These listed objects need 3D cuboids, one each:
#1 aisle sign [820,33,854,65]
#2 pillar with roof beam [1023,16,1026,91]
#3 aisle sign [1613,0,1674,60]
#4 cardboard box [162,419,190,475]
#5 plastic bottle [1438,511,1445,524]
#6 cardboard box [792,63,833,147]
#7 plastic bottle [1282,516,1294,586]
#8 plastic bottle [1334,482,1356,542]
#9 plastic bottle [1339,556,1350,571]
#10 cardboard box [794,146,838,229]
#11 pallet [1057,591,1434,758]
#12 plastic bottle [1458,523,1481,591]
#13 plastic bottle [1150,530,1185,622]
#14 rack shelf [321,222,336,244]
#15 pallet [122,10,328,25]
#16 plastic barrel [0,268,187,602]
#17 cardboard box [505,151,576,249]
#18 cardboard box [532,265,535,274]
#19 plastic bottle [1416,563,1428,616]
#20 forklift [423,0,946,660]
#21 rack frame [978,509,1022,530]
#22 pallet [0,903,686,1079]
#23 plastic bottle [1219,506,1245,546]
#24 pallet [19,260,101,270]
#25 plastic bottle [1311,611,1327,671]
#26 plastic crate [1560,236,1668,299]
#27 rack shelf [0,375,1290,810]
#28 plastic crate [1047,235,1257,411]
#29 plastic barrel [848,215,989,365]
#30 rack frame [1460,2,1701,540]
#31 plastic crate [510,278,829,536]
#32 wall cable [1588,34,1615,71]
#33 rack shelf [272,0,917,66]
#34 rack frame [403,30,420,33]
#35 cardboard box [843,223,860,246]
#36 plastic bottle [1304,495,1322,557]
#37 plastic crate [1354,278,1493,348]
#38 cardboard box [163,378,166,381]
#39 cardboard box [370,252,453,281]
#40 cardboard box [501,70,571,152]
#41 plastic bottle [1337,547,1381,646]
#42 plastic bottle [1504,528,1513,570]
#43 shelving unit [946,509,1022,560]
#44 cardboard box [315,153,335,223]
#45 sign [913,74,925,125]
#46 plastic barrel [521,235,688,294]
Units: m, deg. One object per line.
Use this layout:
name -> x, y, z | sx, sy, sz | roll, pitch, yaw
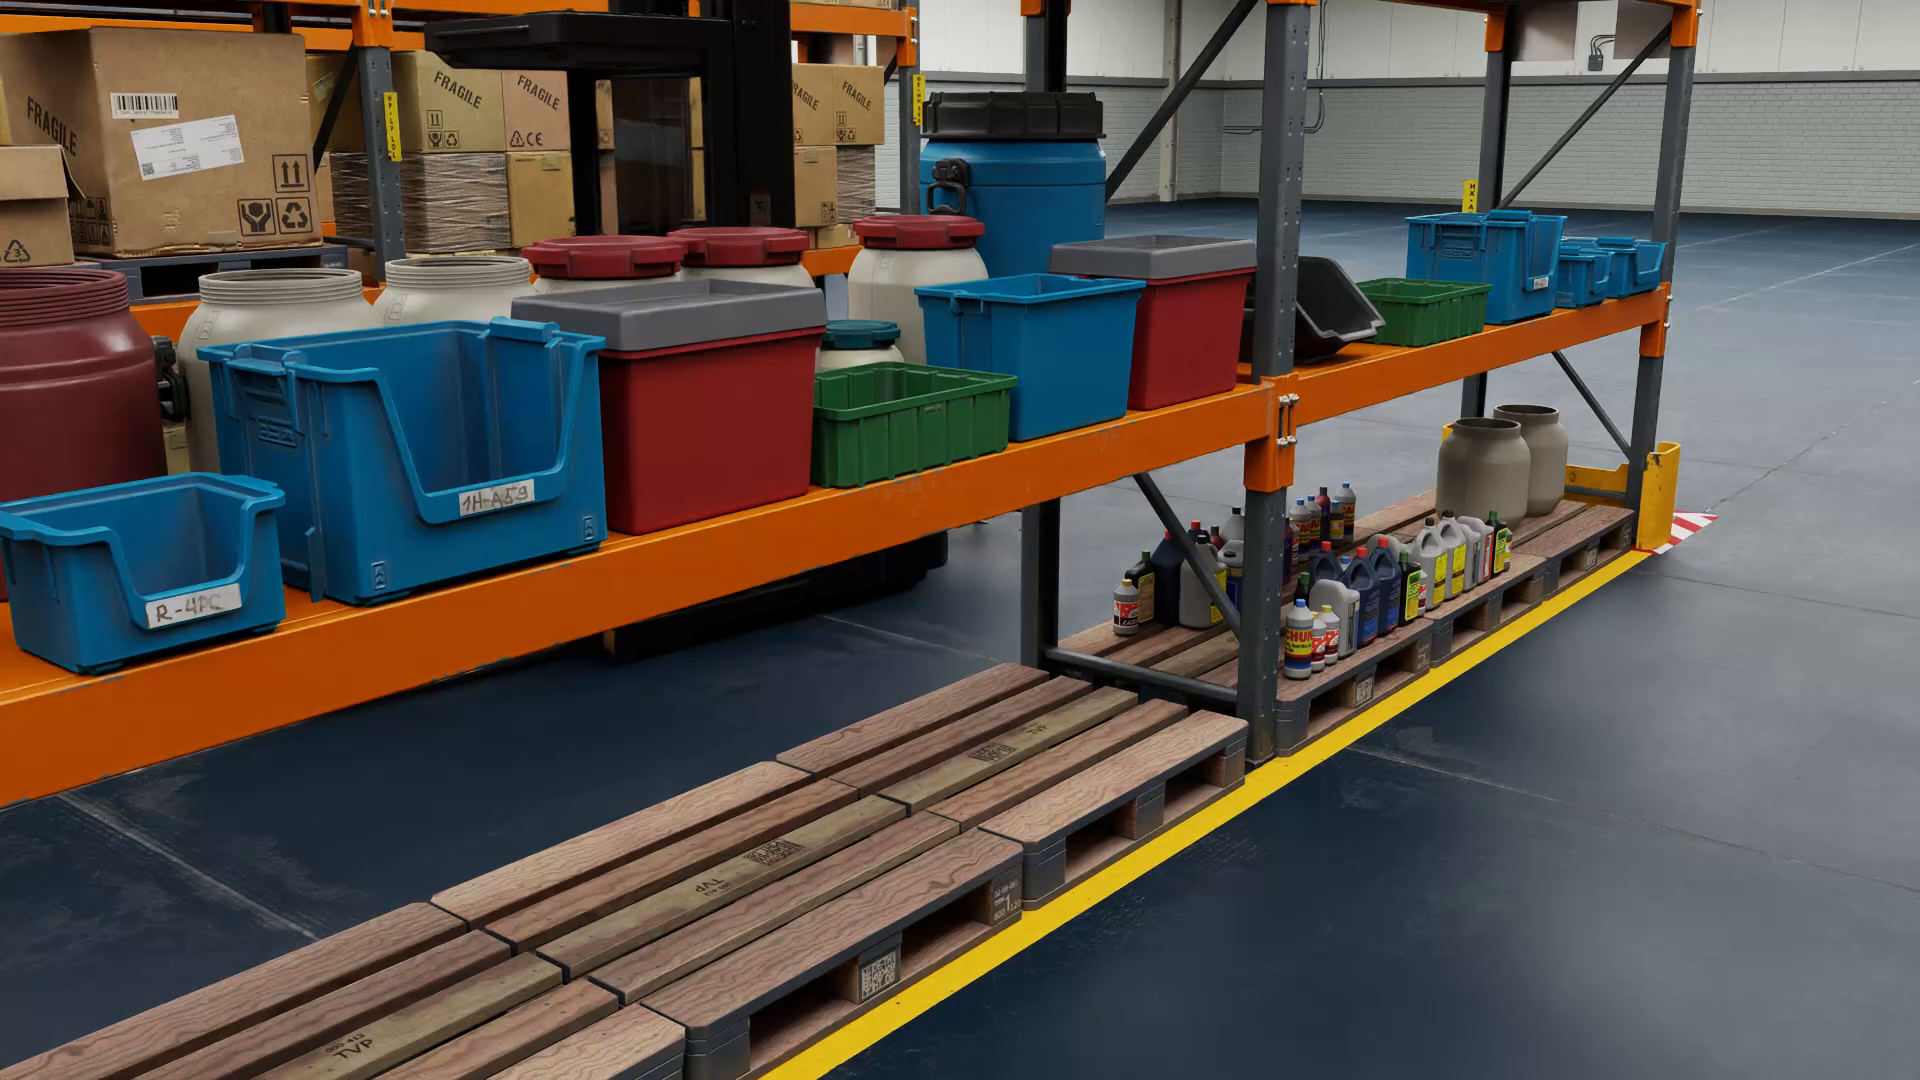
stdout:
aisle sign -> -0.885, -3.625, 11.522 | 0.394, 0.787, 0.004 | 11, 18, 38
pillar with roof beam -> 5.032, -11.452, 35.426 | 9.100, 9.000, 0.400 | 11, 18, 38
aisle sign -> 3.438, -2.768, 8.148 | 0.394, 0.787, 0.004 | 11, 18, 38
cardboard box -> -3.922, -0.340, 8.053 | 0.700, 0.500, 0.500 | 11, 18, 37
plastic bottle -> 2.086, 0.010, 7.115 | 0.061, 0.283, 0.133 | 11, 18, 38
cardboard box -> -1.154, -2.744, 10.495 | 0.500, 0.500, 0.500 | 11, 18, 38
plastic bottle -> 1.341, 0.048, 6.965 | 0.061, 0.283, 0.133 | 11, 18, 38
plastic bottle -> 1.780, -0.133, 7.700 | 0.097, 0.271, 0.097 | 0, 14, 0
plastic bottle -> 1.475, 0.198, 6.400 | 0.097, 0.271, 0.097 | 0, 14, 0
cardboard box -> -1.278, -2.284, 10.716 | 0.875, 0.500, 0.500 | 11, 18, 38
pallet -> 1.102, 0.455, 6.404 | 1.003, 0.211, 1.213 | 11, 18, 38
plastic bottle -> 2.082, 0.056, 6.947 | 0.152, 0.276, 0.135 | 11, 18, 36
plastic bottle -> 0.829, 0.128, 6.513 | 0.144, 0.351, 0.185 | 11, 18, 36
rack shelf -> -5.742, -2.362, 13.291 | 1.077, 0.370, 4.000 | 11, 18, 38
pallet -> -5.709, -4.126, 12.862 | 1.003, 0.211, 1.213 | 11, 18, 38
plastic barrel -> -1.810, -0.210, 3.082 | 0.600, 0.536, 0.708 | 11, 18, 38
cardboard box -> -2.532, -1.901, 9.205 | 0.875, 0.500, 0.500 | 11, 18, 38
cardboard box -> -2.383, -1.561, 9.187 | 0.380, 0.149, 0.250 | 11, 18, 38
plastic bottle -> 1.793, 0.191, 6.567 | 0.097, 0.201, 0.097 | 0, 14, 0
forklift -> -1.488, -1.078, 6.914 | 3.031, 2.935, 1.130 | -13, 19, -41
rack frame -> 0.234, -0.798, 8.719 | 0.400, 1.500, 0.023 | 11, 18, 38
pallet -> -1.349, 1.201, 3.468 | 1.003, 0.211, 1.213 | 11, 18, 38
plastic bottle -> 1.152, 0.030, 6.901 | 0.144, 0.351, 0.185 | 11, 18, 37
pallet -> -4.506, -1.067, 7.122 | 1.003, 0.211, 1.213 | 11, 18, 38
plastic bottle -> 1.253, 0.356, 5.920 | 0.097, 0.201, 0.097 | 0, 14, 0
plastic crate -> 3.080, -1.326, 8.054 | 0.499, 0.251, 0.616 | 11, 18, 38
rack shelf -> -0.609, -0.043, 4.161 | 1.077, 0.370, 4.000 | 11, 18, 38
plastic crate -> 0.582, -0.666, 5.021 | 0.402, 0.464, 0.583 | 11, 18, 38
plastic barrel -> -0.124, -0.691, 4.975 | 0.433, 0.535, 0.433 | 0, 14, 0
rack frame -> 3.162, -1.541, 8.595 | 1.000, 3.000, 0.127 | 11, 18, 38
plastic crate -> -0.612, -0.302, 3.588 | 0.402, 0.464, 0.583 | 11, 18, 38
wall cable -> 15.709, -13.803, 37.773 | 2.305, 6.003, 0.169 | 11, 18, 38
rack shelf -> -1.947, -3.029, 9.824 | 1.077, 0.370, 4.000 | 11, 18, 38
rack frame -> -4.485, -3.094, 14.710 | 1.000, 3.000, 0.127 | 11, 18, 38
cardboard box -> -0.867, -2.051, 11.115 | 0.380, 0.149, 0.250 | 11, 18, 38
plastic bottle -> 1.565, -0.067, 7.442 | 0.097, 0.271, 0.097 | 0, 14, 0
plastic crate -> 1.721, -0.888, 6.457 | 0.450, 0.188, 0.662 | 11, 18, 38
cardboard box -> -6.549, -1.611, 12.336 | 0.875, 0.875, 0.875 | 12, 18, 38
cardboard box -> -2.835, -1.414, 8.607 | 0.380, 0.149, 0.250 | 11, 18, 38
cardboard box -> -2.411, -2.361, 8.987 | 0.500, 0.500, 0.500 | 11, 18, 38
plastic bottle -> 1.478, 0.206, 6.208 | 0.144, 0.351, 0.185 | 12, 18, 39
plastic bottle -> 2.349, 0.022, 7.234 | 0.097, 0.201, 0.097 | 0, 14, 0
shelving unit -> 0.004, -0.728, 8.443 | 0.431, 1.500, 0.755 | 11, 18, 38
cardboard box -> -5.461, -2.892, 13.611 | 0.875, 0.550, 0.550 | 11, 18, 38
sign -> -0.271, -2.932, 11.078 | 0.100, 0.325, 0.005 | 11, 18, 38
plastic barrel -> -0.857, -0.468, 4.096 | 0.433, 0.535, 0.433 | 0, 14, 0
